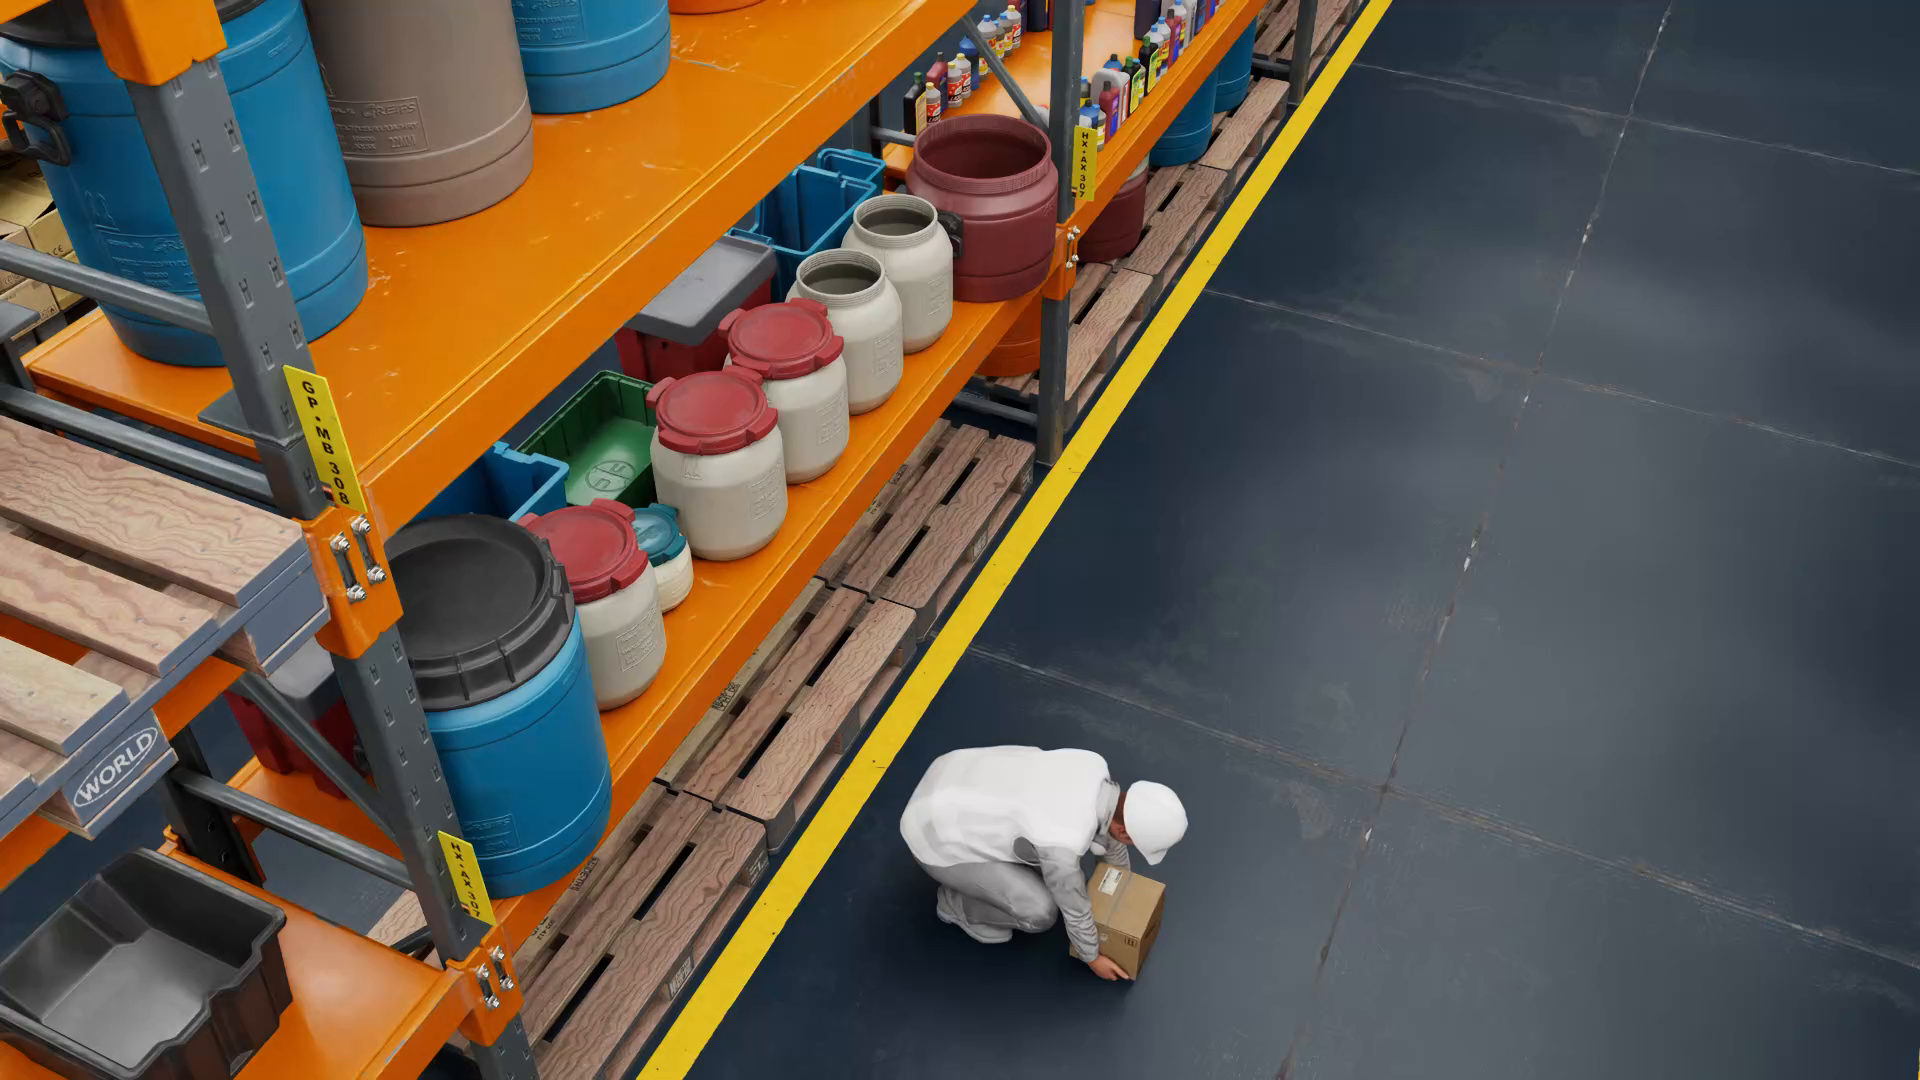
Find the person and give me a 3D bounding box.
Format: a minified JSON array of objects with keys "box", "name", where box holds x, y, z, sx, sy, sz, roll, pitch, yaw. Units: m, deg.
[{"box":[0.283,1.073,5.746,0.958,0.868,0.525,17,44,18],"name":"person"}]
